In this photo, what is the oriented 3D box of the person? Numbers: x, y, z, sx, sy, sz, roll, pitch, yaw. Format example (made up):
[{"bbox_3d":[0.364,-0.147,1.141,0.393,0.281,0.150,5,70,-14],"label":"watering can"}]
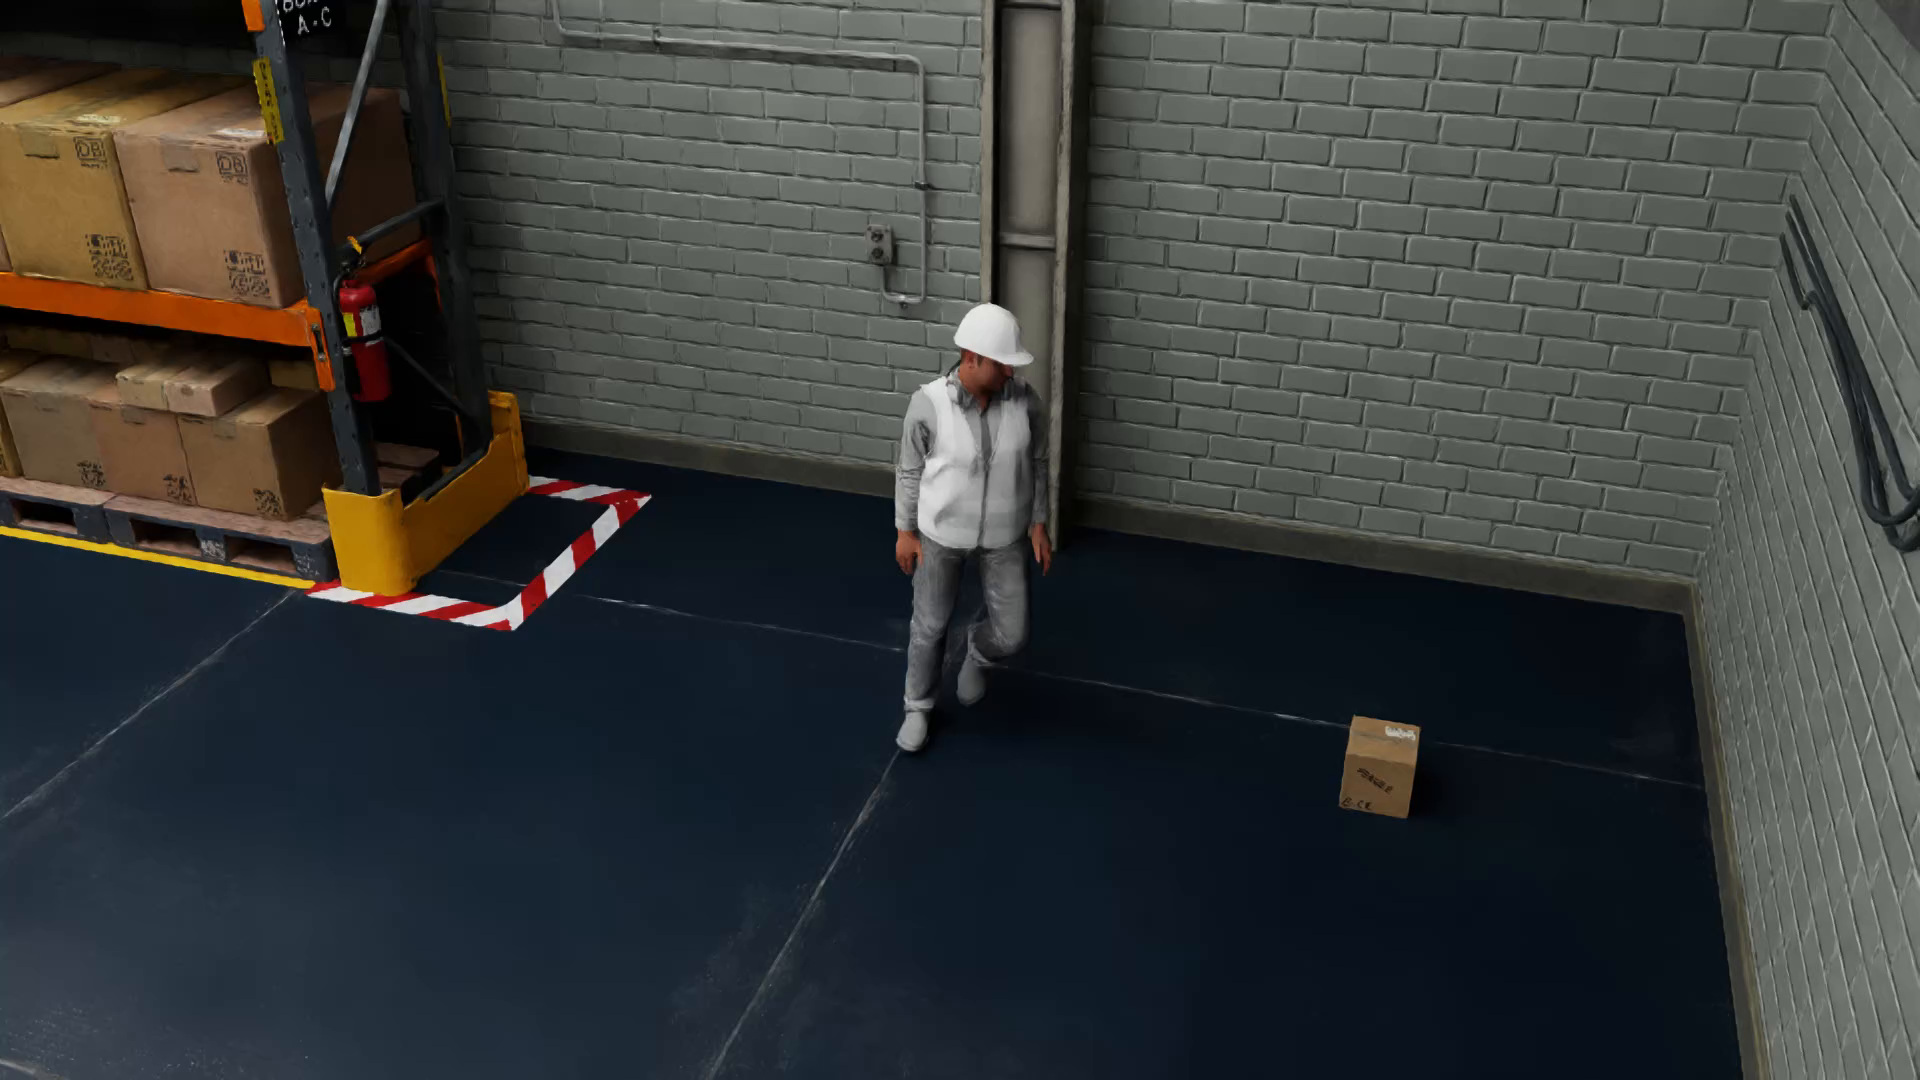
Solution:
[{"bbox_3d":[0.028,-0.056,6.193,0.605,1.755,0.486,-5,29,-8],"label":"person"}]
